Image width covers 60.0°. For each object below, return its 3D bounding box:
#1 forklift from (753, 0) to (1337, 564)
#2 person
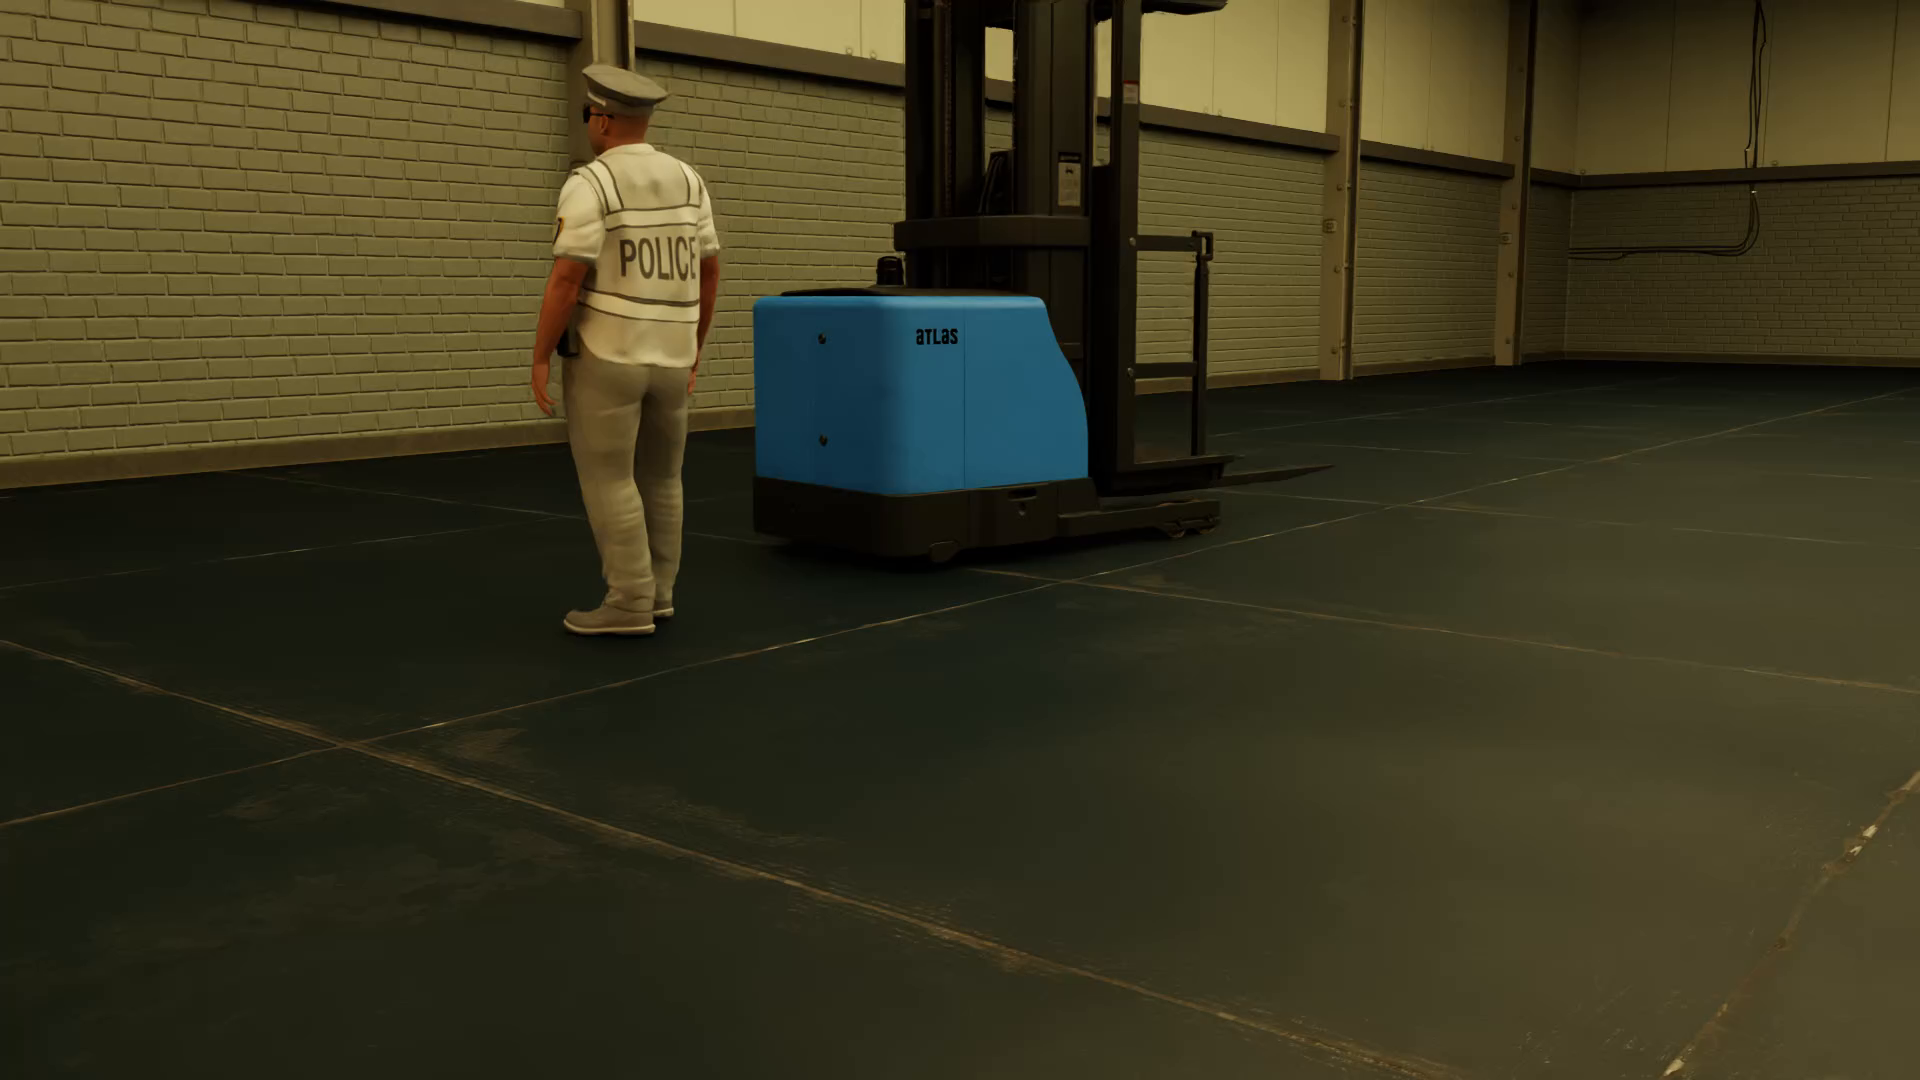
[{"bbox_3d":[0.558,-1.507,7.582,3.031,2.935,1.130,-7,11,-40],"label":"forklift"},{"bbox_3d":[-1.126,-0.588,5.290,0.619,1.779,0.627,8,11,42],"label":"person"}]
